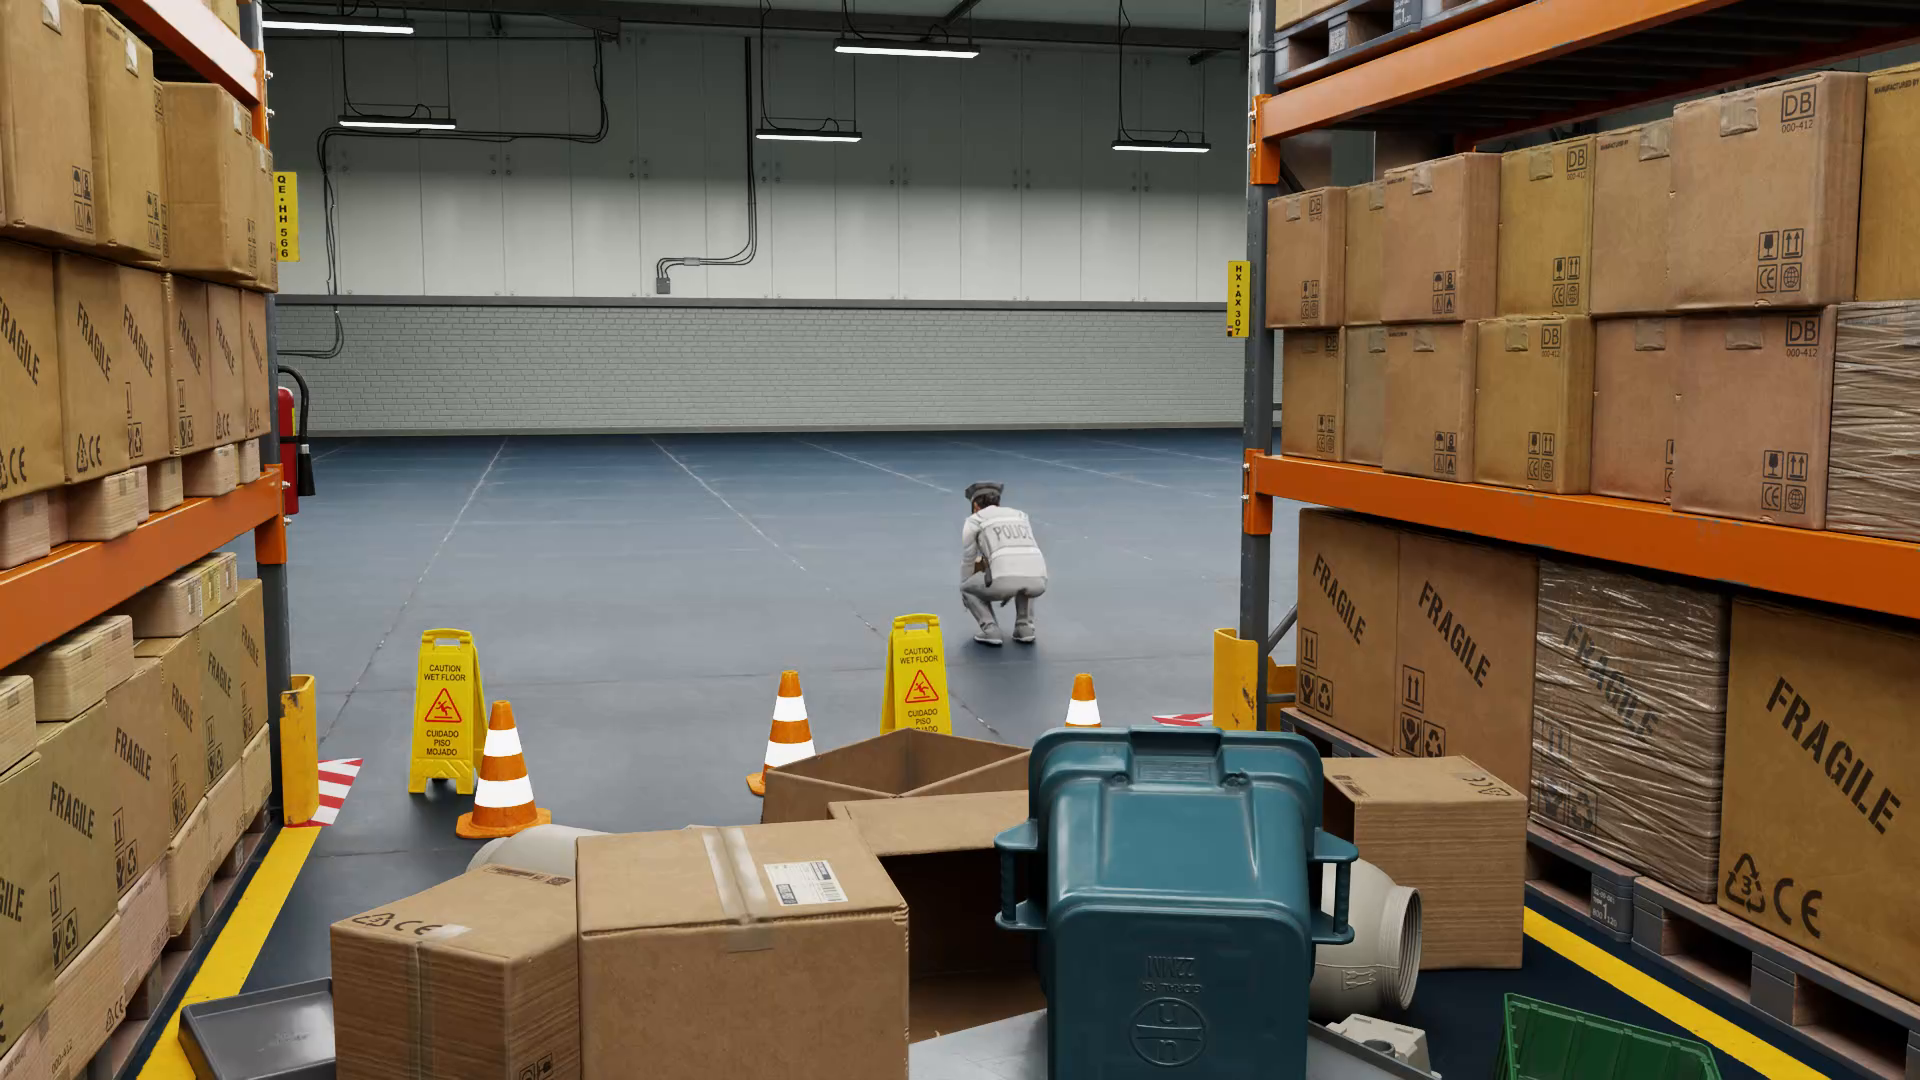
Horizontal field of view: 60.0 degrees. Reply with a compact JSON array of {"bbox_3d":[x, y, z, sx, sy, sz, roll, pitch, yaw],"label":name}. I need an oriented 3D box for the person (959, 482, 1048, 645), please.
[{"bbox_3d":[0.252,0.135,10.219,0.467,0.971,0.836,-2,6,-15],"label":"person"}]
